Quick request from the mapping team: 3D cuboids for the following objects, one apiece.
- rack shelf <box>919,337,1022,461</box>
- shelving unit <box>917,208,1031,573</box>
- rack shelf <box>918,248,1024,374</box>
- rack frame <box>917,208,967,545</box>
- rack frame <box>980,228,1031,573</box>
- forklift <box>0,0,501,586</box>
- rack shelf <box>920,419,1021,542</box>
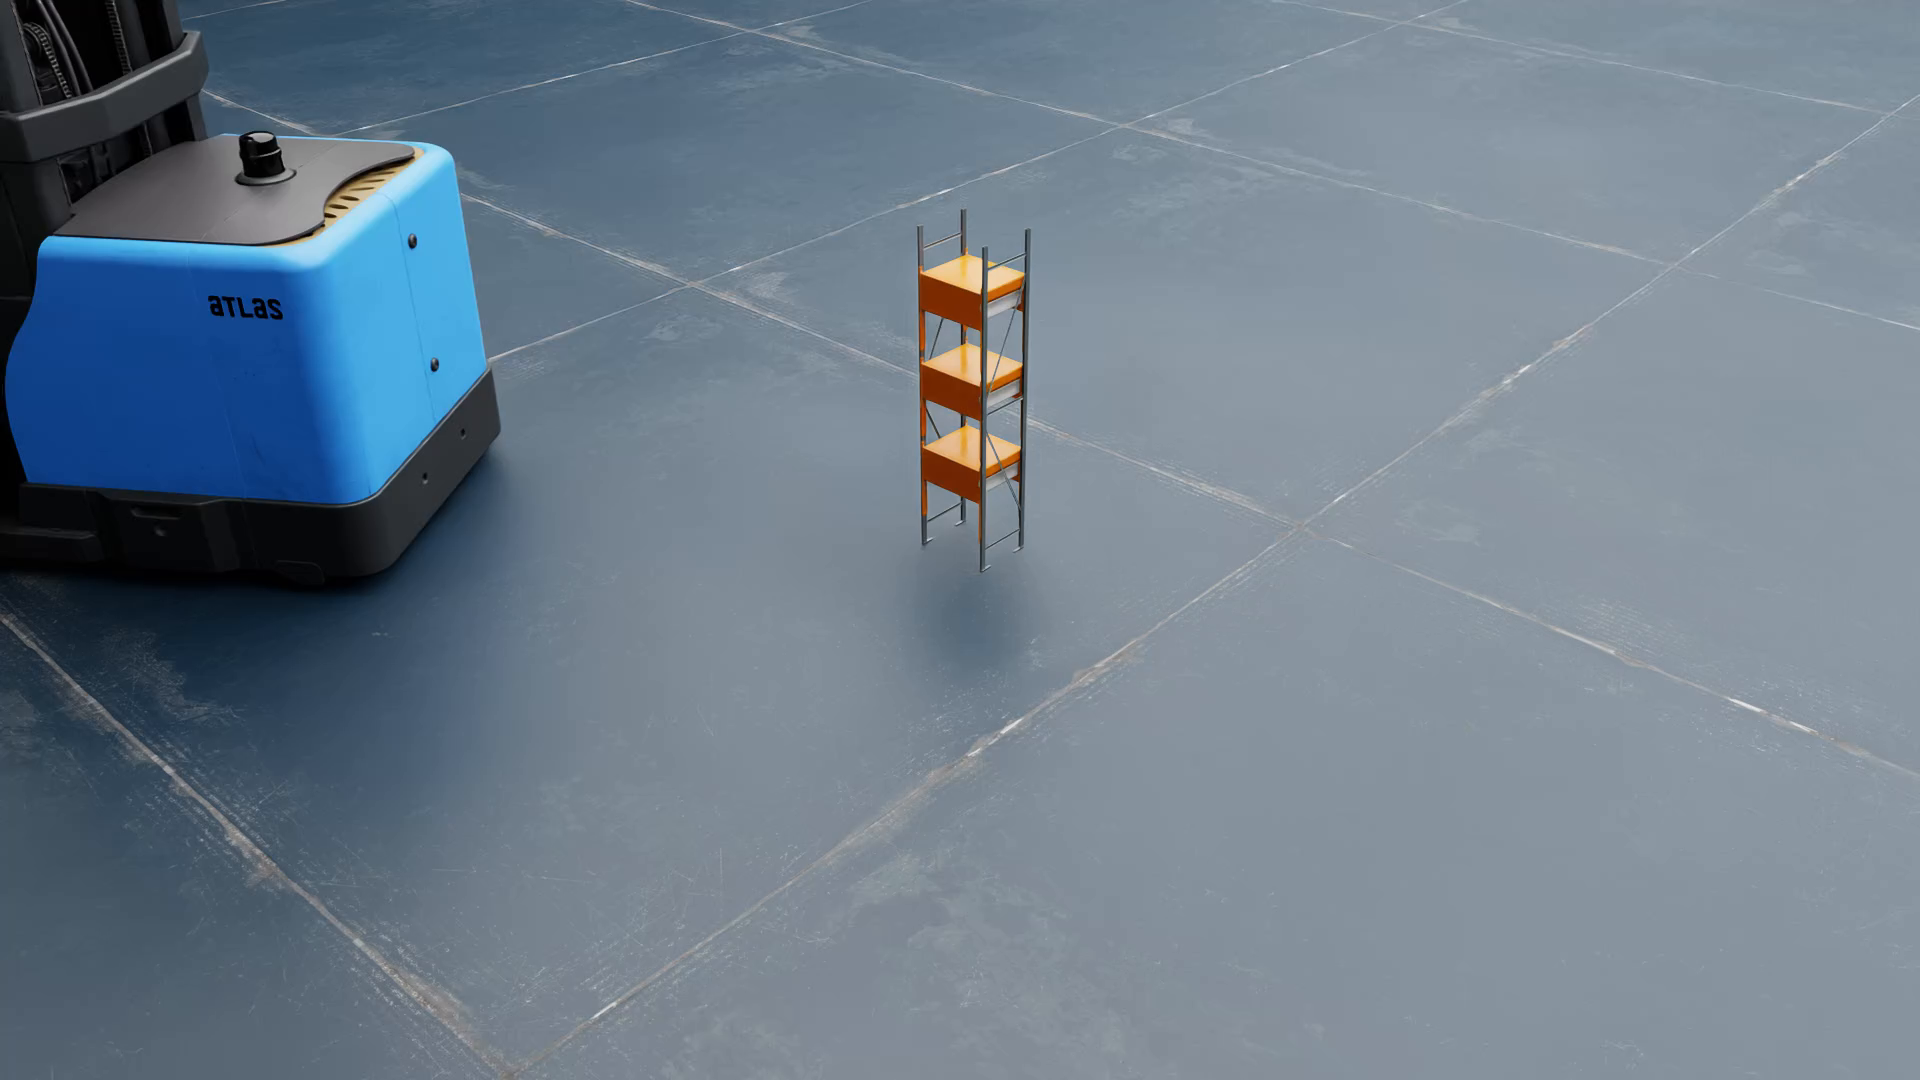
[{"bbox_3d":[0.040,-0.422,4.954,0.240,0.259,0.215,25,39,35],"label":"rack shelf"},{"bbox_3d":[0.040,-0.431,4.948,0.252,1.050,0.215,25,39,35],"label":"shelving unit"},{"bbox_3d":[0.040,-0.665,4.808,0.240,0.259,0.215,25,39,35],"label":"rack shelf"},{"bbox_3d":[-0.051,-0.473,5.019,0.008,1.050,0.200,25,39,35],"label":"rack frame"},{"bbox_3d":[0.130,-0.389,4.878,0.008,1.050,0.200,25,39,35],"label":"rack frame"},{"bbox_3d":[-3.141,-1.452,4.820,3.031,2.935,1.130,4,31,7],"label":"forklift"},{"bbox_3d":[0.040,-0.184,5.097,0.240,0.259,0.215,25,39,35],"label":"rack shelf"}]
